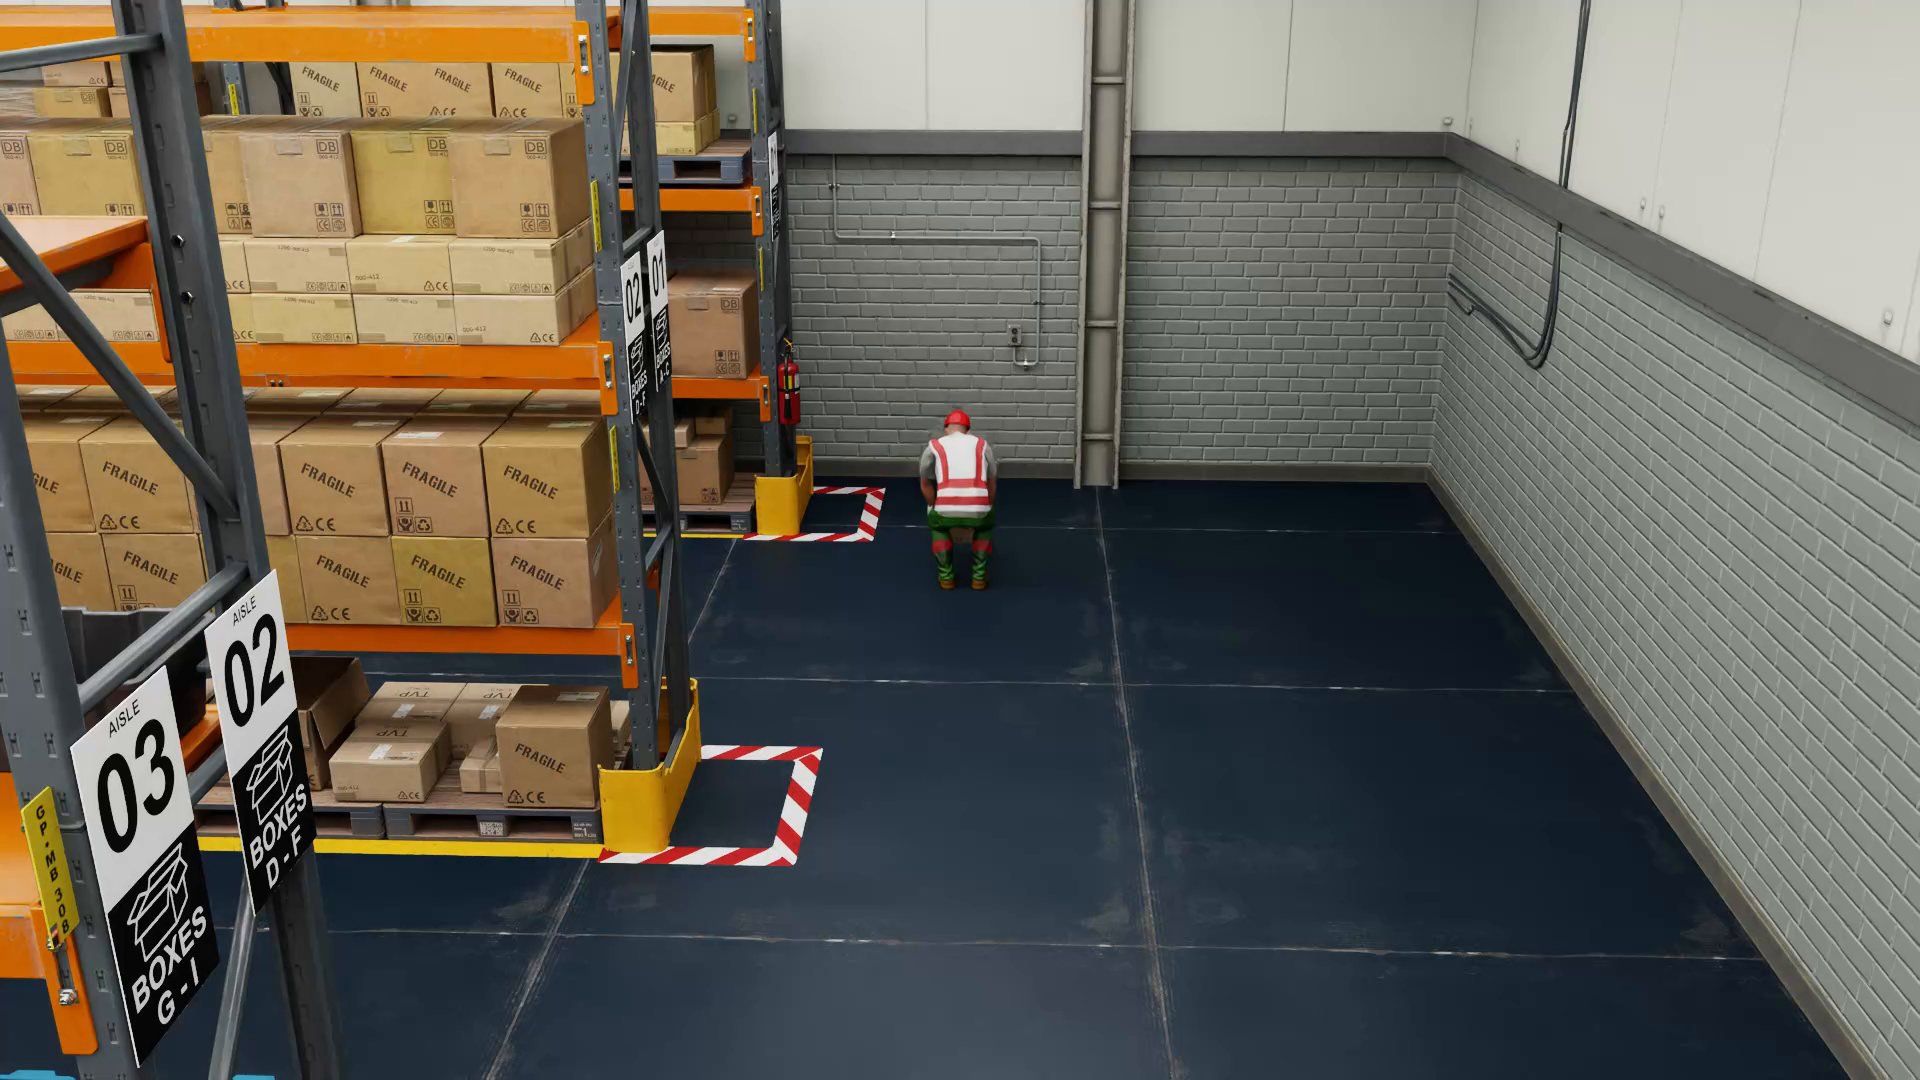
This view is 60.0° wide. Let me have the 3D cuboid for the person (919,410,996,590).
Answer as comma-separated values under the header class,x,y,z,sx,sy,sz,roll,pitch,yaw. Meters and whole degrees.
class,x,y,z,sx,sy,sz,roll,pitch,yaw
person,-0.018,-0.287,12.556,0.585,1.267,0.825,1,21,2
